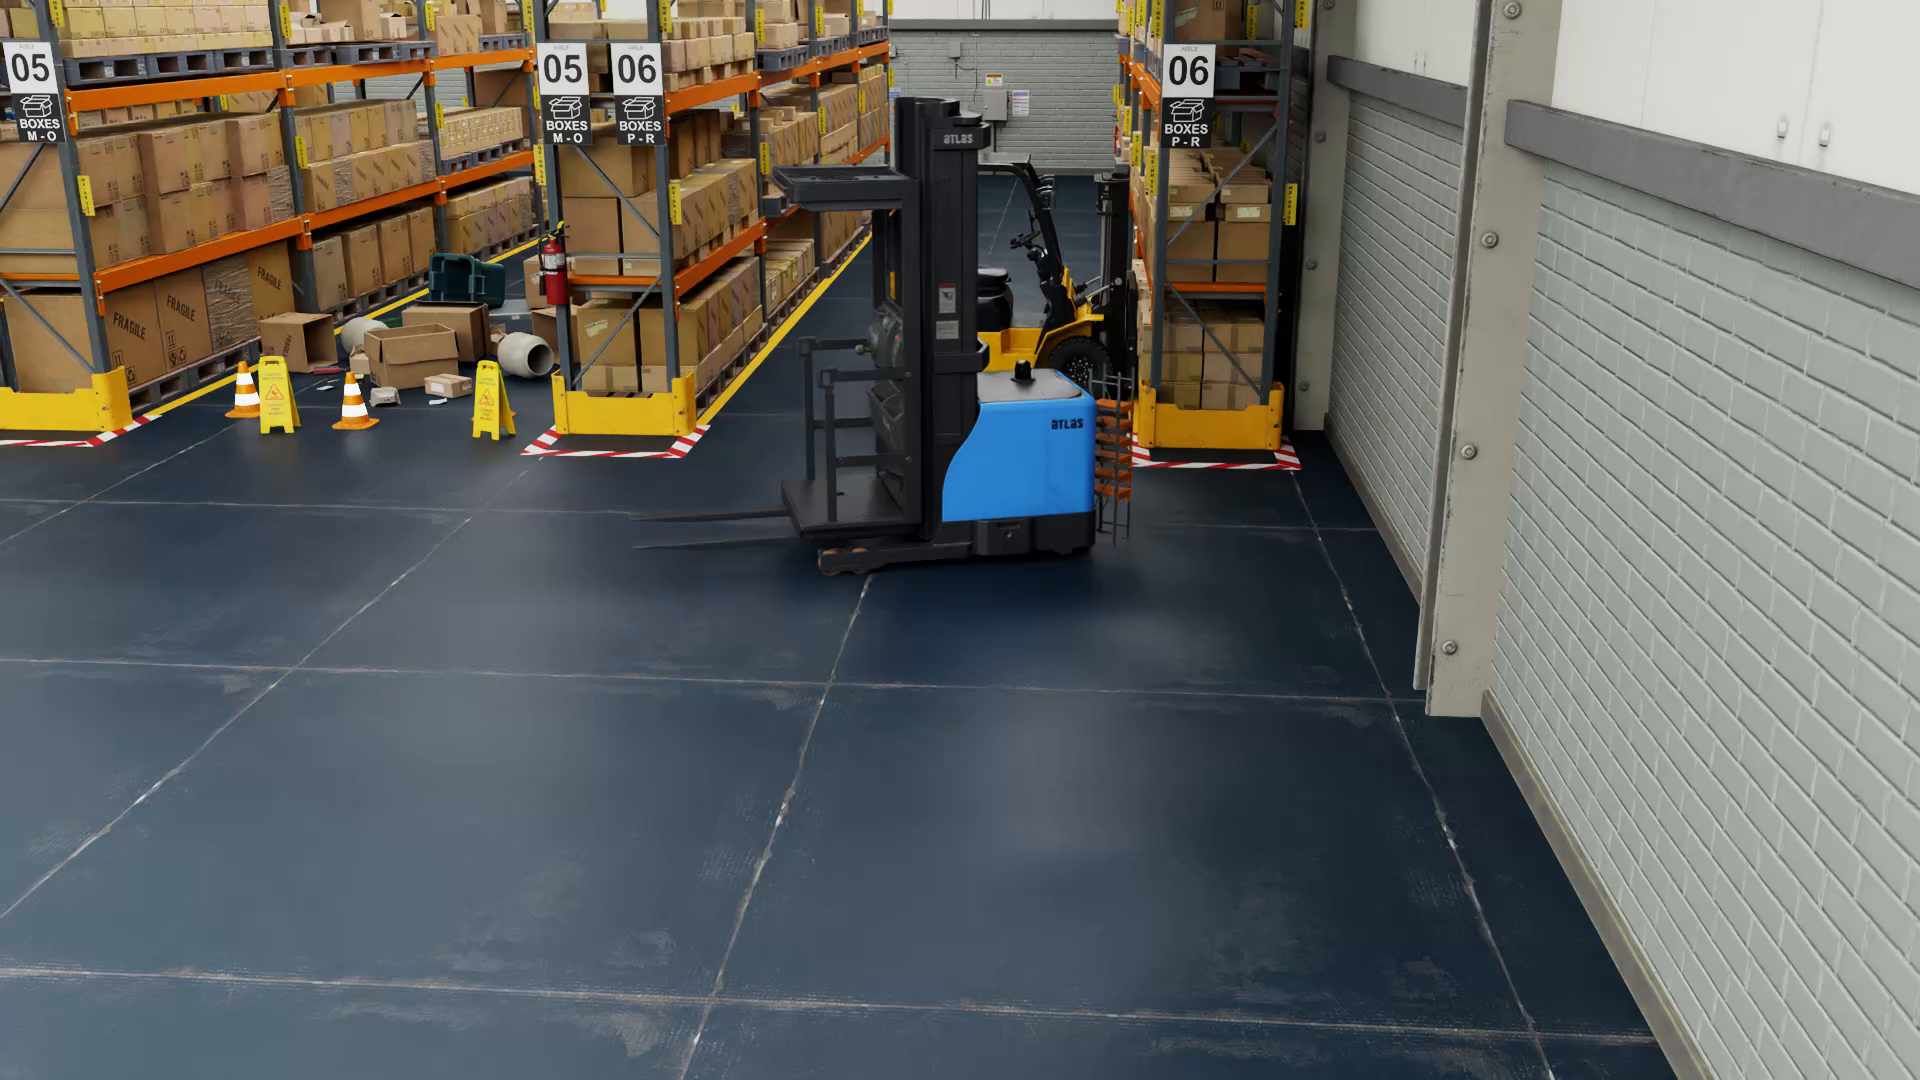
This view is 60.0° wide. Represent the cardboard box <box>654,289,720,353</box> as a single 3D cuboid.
[{"bbox_3d":[-2.507,-2.013,15.285,0.500,0.500,0.500,1,18,2],"label":"cardboard box"}]

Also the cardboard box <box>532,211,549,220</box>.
[{"bbox_3d":[-6.613,-5.106,26.092,0.380,0.149,0.250,0,18,2],"label":"cardboard box"}]

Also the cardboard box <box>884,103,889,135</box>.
[{"bbox_3d":[-1.499,-7.210,28.450,0.500,0.500,0.500,1,18,4],"label":"cardboard box"}]

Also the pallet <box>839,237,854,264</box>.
[{"bbox_3d":[-2.080,-4.130,23.687,1.003,0.211,1.213,1,18,4],"label":"pallet"}]

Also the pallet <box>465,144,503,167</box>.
[{"bbox_3d":[-7.145,-5.437,23.508,1.003,0.211,1.213,1,18,4],"label":"pallet"}]

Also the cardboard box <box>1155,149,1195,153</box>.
[{"bbox_3d":[2.133,-3.803,16.531,0.380,0.149,0.250,2,18,5],"label":"cardboard box"}]

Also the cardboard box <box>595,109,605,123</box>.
[{"bbox_3d":[-6.448,-7.441,28.676,0.500,0.500,0.500,2,18,5],"label":"cardboard box"}]

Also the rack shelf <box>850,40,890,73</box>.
[{"bbox_3d":[-1.872,-7.781,26.690,1.077,0.370,4.000,1,18,4],"label":"rack shelf"}]

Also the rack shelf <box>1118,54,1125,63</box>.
[{"bbox_3d":[3.080,-7.671,26.355,1.077,0.370,4.000,1,18,4],"label":"rack shelf"}]

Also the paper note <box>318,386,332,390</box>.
[{"bbox_3d":[-6.017,-1.453,15.810,0.144,0.017,0.142,8,20,23],"label":"paper note"}]

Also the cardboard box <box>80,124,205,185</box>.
[{"bbox_3d":[-7.723,-3.638,15.734,0.875,0.550,0.500,1,18,4],"label":"cardboard box"}]

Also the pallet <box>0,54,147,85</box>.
[{"bbox_3d":[-7.777,-4.042,14.267,1.003,0.211,1.213,1,18,4],"label":"pallet"}]

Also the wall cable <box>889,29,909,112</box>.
[{"bbox_3d":[-1.347,-9.568,34.123,0.585,1.953,0.123,1,18,4],"label":"wall cable"}]

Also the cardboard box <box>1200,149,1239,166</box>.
[{"bbox_3d":[2.582,-3.796,16.511,0.380,0.149,0.250,1,18,2],"label":"cardboard box"}]

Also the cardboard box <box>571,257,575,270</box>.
[{"bbox_3d":[-3.154,-2.432,14.431,0.380,0.149,0.250,1,18,3],"label":"cardboard box"}]

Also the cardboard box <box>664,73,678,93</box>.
[{"bbox_3d":[-2.528,-3.751,13.639,0.380,0.149,0.250,1,18,4],"label":"cardboard box"}]

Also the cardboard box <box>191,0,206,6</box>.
[{"bbox_3d":[-7.332,-5.090,15.610,0.380,0.149,0.250,1,18,3],"label":"cardboard box"}]

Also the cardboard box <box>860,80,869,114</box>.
[{"bbox_3d":[-1.697,-6.898,25.891,0.500,0.500,0.500,1,18,3],"label":"cardboard box"}]

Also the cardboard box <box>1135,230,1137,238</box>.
[{"bbox_3d":[2.552,-3.399,20.117,0.875,0.625,0.625,2,18,6],"label":"cardboard box"}]

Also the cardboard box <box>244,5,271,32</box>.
[{"bbox_3d":[-7.312,-5.255,16.753,0.500,0.250,0.500,1,18,3],"label":"cardboard box"}]

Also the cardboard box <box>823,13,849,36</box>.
[{"bbox_3d":[-1.869,-7.380,23.781,0.500,0.311,0.500,1,18,4],"label":"cardboard box"}]

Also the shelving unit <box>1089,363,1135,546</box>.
[{"bbox_3d":[1.013,-0.576,11.255,0.258,1.200,0.189,13,22,34],"label":"shelving unit"}]

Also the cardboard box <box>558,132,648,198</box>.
[{"bbox_3d":[-3.056,-3.177,14.056,0.700,0.500,0.500,1,18,3],"label":"cardboard box"}]

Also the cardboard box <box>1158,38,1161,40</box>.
[{"bbox_3d":[1.851,-4.191,13.960,0.396,0.266,0.258,1,18,4],"label":"cardboard box"}]

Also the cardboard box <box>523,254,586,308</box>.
[{"bbox_3d":[-4.366,-2.794,17.930,0.500,0.500,0.500,1,18,4],"label":"cardboard box"}]

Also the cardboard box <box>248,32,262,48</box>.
[{"bbox_3d":[-7.258,-5.025,16.693,0.380,0.149,0.250,2,18,5],"label":"cardboard box"}]

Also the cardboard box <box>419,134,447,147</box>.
[{"bbox_3d":[-7.011,-5.280,21.971,0.380,0.149,0.250,2,18,6],"label":"cardboard box"}]

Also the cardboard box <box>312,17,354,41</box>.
[{"bbox_3d":[-7.187,-5.856,19.040,0.396,0.266,0.258,1,18,4],"label":"cardboard box"}]

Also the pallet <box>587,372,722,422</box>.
[{"bbox_3d":[-2.776,-1.299,15.049,1.003,0.211,1.213,1,18,4],"label":"pallet"}]

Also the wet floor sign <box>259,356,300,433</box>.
[{"bbox_3d":[-5.847,-1.256,14.221,0.267,0.644,0.232,-2,18,-6],"label":"wet floor sign"}]

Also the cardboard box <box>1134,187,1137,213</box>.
[{"bbox_3d":[2.168,-3.729,18.227,0.500,0.250,0.500,1,18,4],"label":"cardboard box"}]

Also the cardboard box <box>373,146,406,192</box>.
[{"bbox_3d":[-7.084,-4.504,20.192,0.500,0.500,0.500,1,18,3],"label":"cardboard box"}]

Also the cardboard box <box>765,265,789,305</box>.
[{"bbox_3d":[-2.505,-2.929,19.089,0.950,0.372,0.625,2,18,7],"label":"cardboard box"}]

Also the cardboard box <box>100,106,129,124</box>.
[{"bbox_3d":[-12.068,-6.008,23.170,0.797,0.503,0.637,2,18,5],"label":"cardboard box"}]

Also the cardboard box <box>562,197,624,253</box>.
[{"bbox_3d":[-3.111,-2.713,14.246,0.500,0.500,0.500,1,18,3],"label":"cardboard box"}]

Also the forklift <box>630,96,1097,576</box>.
[{"bbox_3d":[-0.668,-1.339,10.802,3.031,2.935,1.130,-4,19,-12],"label":"forklift"}]

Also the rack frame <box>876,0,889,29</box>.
[{"bbox_3d":[-1.728,-10.169,28.006,1.000,3.000,0.127,1,18,4],"label":"rack frame"}]

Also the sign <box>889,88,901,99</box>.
[{"bbox_3d":[-1.391,-9.219,34.306,0.327,0.218,0.001,1,18,4],"label":"sign"}]

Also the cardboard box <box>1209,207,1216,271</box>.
[{"bbox_3d":[2.404,-2.597,14.371,0.500,0.500,0.500,2,18,6],"label":"cardboard box"}]

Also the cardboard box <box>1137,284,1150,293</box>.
[{"bbox_3d":[1.899,-2.230,15.548,0.500,0.250,0.500,1,18,3],"label":"cardboard box"}]

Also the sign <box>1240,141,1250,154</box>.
[{"bbox_3d":[2.916,-3.919,17.048,0.100,0.325,0.005,1,18,4],"label":"sign"}]

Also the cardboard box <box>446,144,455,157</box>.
[{"bbox_3d":[-6.993,-5.211,22.237,0.380,0.149,0.250,2,18,7],"label":"cardboard box"}]

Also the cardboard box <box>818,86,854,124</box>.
[{"bbox_3d":[-1.826,-6.293,24.046,0.500,0.500,0.500,2,18,5],"label":"cardboard box"}]

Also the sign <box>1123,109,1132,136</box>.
[{"bbox_3d":[2.108,-5.246,20.883,0.100,0.325,0.005,1,18,4],"label":"sign"}]

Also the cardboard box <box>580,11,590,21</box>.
[{"bbox_3d":[-6.487,-8.682,27.722,0.500,0.250,0.500,1,18,2],"label":"cardboard box"}]

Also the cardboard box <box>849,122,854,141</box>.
[{"bbox_3d":[-1.832,-5.945,24.186,0.500,0.250,0.500,2,18,5],"label":"cardboard box"}]

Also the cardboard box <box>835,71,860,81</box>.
[{"bbox_3d":[-1.731,-7.079,25.402,0.380,0.149,0.250,2,18,5],"label":"cardboard box"}]

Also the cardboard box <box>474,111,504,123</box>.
[{"bbox_3d":[-6.851,-6.144,24.129,0.380,0.149,0.250,1,18,4],"label":"cardboard box"}]

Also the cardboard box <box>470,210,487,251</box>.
[{"bbox_3d":[-6.908,-4.295,23.053,0.500,0.500,0.500,1,18,5],"label":"cardboard box"}]

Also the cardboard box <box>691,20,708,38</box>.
[{"bbox_3d":[-2.450,-4.530,14.735,0.380,0.149,0.250,2,18,5],"label":"cardboard box"}]

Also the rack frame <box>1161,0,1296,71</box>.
[{"bbox_3d":[2.076,-5.090,12.506,1.000,3.000,0.127,1,18,4],"label":"rack frame"}]

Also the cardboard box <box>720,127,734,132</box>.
[{"bbox_3d":[-2.750,-4.282,18.363,0.500,0.500,0.500,1,18,4],"label":"cardboard box"}]

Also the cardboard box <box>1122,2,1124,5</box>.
[{"bbox_3d":[2.863,-8.496,26.677,0.500,0.250,0.500,1,18,3],"label":"cardboard box"}]

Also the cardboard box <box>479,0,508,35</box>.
[{"bbox_3d":[-7.096,-7.712,24.491,0.700,0.500,0.500,1,18,4],"label":"cardboard box"}]

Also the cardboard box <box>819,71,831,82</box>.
[{"bbox_3d":[-2.183,-7.089,25.433,0.380,0.149,0.250,2,18,5],"label":"cardboard box"}]
